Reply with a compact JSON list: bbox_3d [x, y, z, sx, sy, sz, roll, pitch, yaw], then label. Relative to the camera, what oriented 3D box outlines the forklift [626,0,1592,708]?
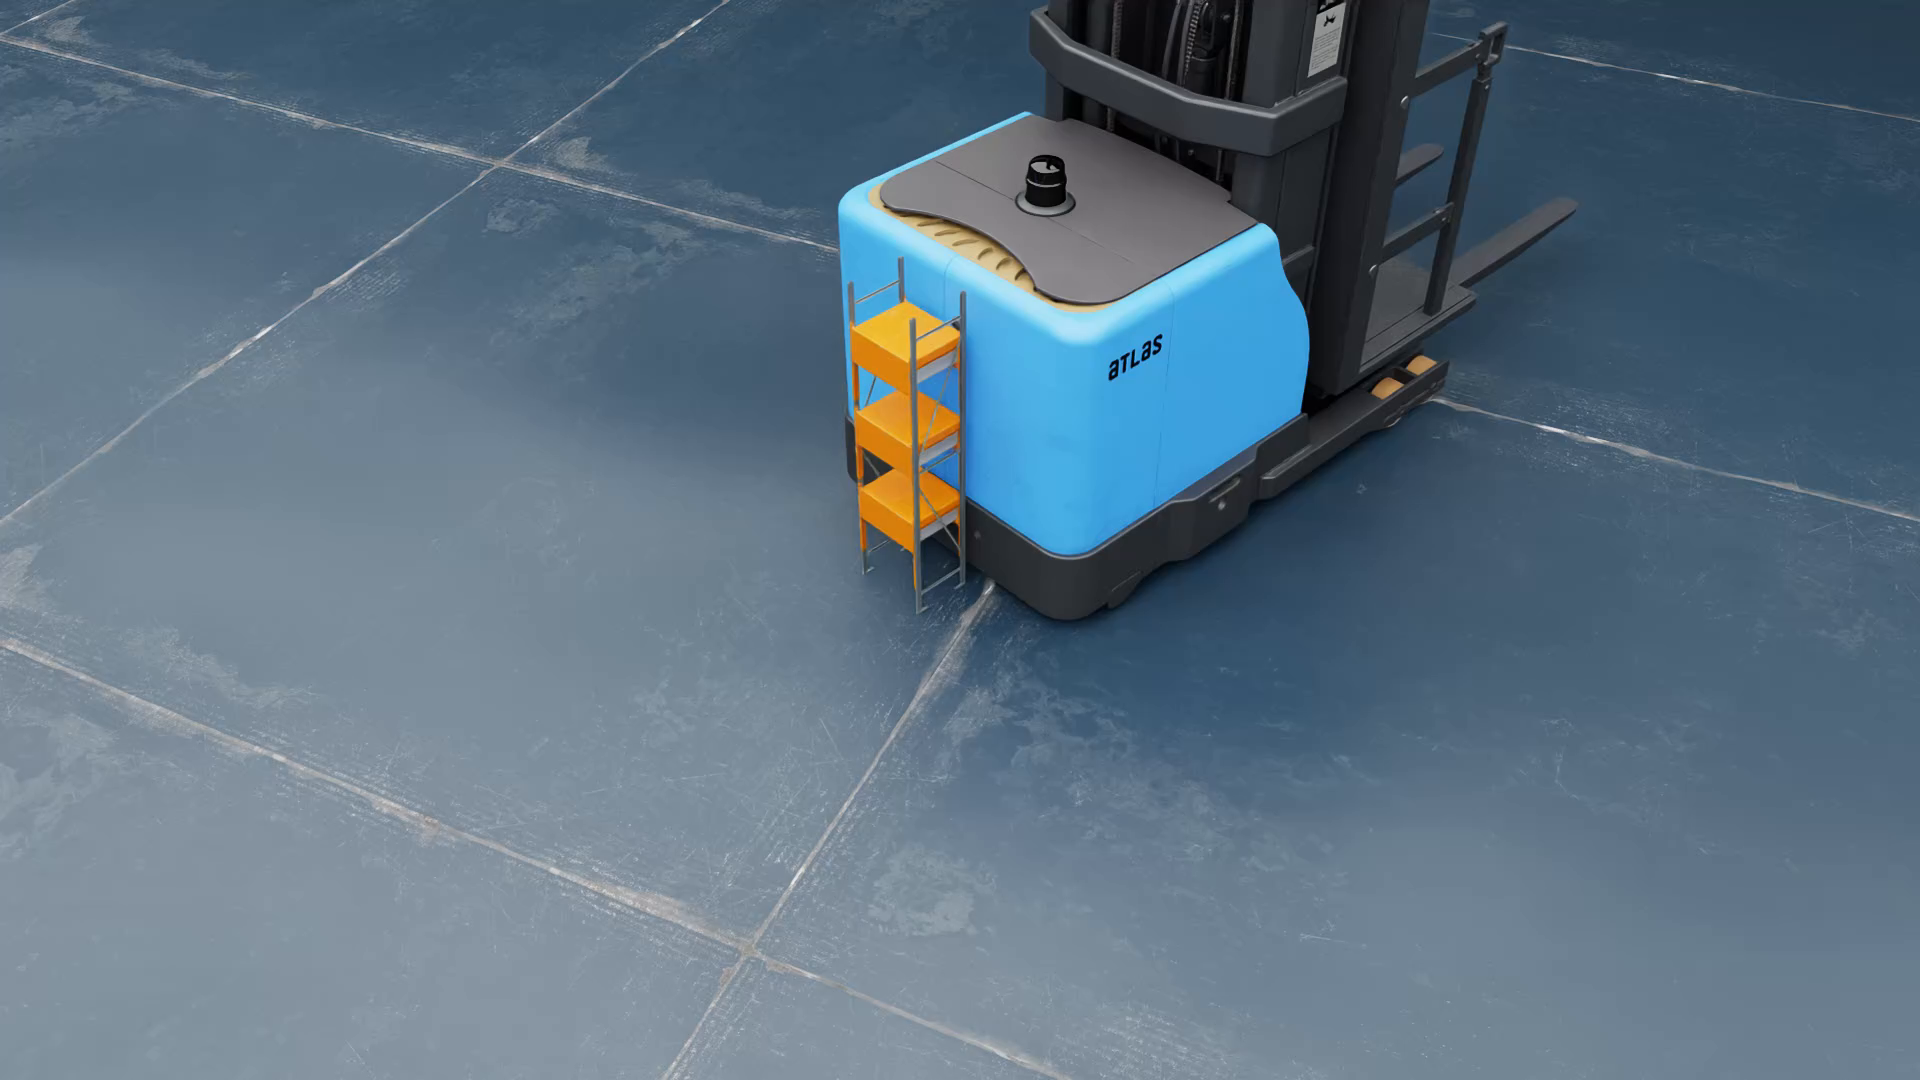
[{"bbox_3d":[0.616,-1.299,4.510,3.031,2.935,1.130,-17,44,-19],"label":"forklift"}]

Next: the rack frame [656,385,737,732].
[{"bbox_3d":[-0.682,0.077,4.359,0.008,1.050,0.200,14,43,16],"label":"rack frame"}]

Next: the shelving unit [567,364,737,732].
[{"bbox_3d":[-0.795,0.048,4.393,0.252,1.050,0.215,14,43,16],"label":"shelving unit"}]

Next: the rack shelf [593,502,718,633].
[{"bbox_3d":[-0.795,0.056,4.400,0.240,0.259,0.215,14,43,16],"label":"rack shelf"}]

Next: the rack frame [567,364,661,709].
[{"bbox_3d":[-0.909,0.019,4.426,0.008,1.050,0.200,14,43,16],"label":"rack frame"}]

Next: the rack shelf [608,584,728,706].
[{"bbox_3d":[-0.795,0.266,4.582,0.240,0.259,0.215,14,43,16],"label":"rack shelf"}]

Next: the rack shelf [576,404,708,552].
[{"bbox_3d":[-0.796,-0.159,4.214,0.240,0.259,0.215,14,43,16],"label":"rack shelf"}]
